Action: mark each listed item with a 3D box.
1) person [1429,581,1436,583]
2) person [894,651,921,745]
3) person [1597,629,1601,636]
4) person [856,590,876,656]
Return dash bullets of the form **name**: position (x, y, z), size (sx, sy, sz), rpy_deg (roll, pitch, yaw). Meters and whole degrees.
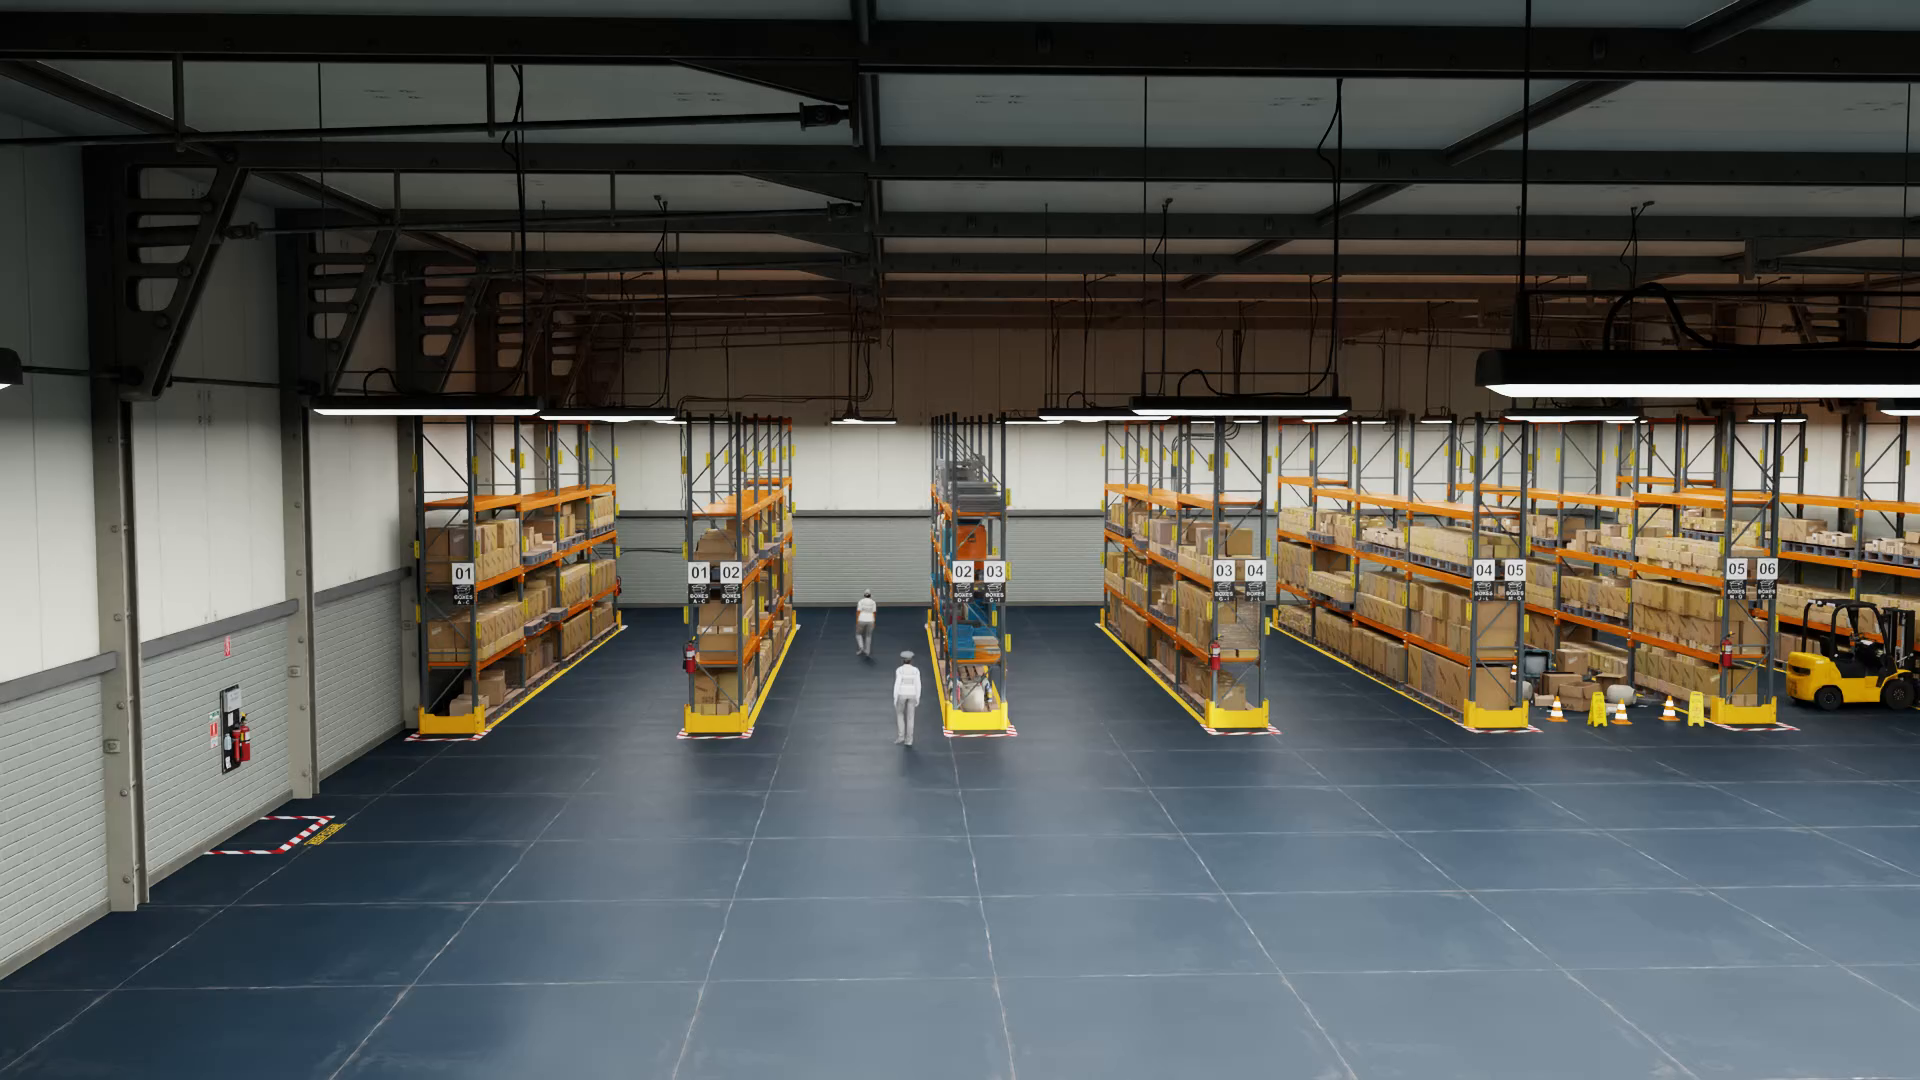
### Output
- **person**: position (12.474, 1.896, 43.818), size (0.456, 1.647, 0.535), rpy_deg (-2, 4, -25)
- **person**: position (-0.949, 2.872, 29.955), size (0.516, 1.734, 0.579), rpy_deg (-1, 4, -10)
- **person**: position (17.318, 1.814, 45.501), size (0.453, 1.723, 0.567), rpy_deg (-2, 4, -26)
- **person**: position (-2.338, 2.068, 41.443), size (0.518, 1.662, 0.477), rpy_deg (-1, 4, -8)
